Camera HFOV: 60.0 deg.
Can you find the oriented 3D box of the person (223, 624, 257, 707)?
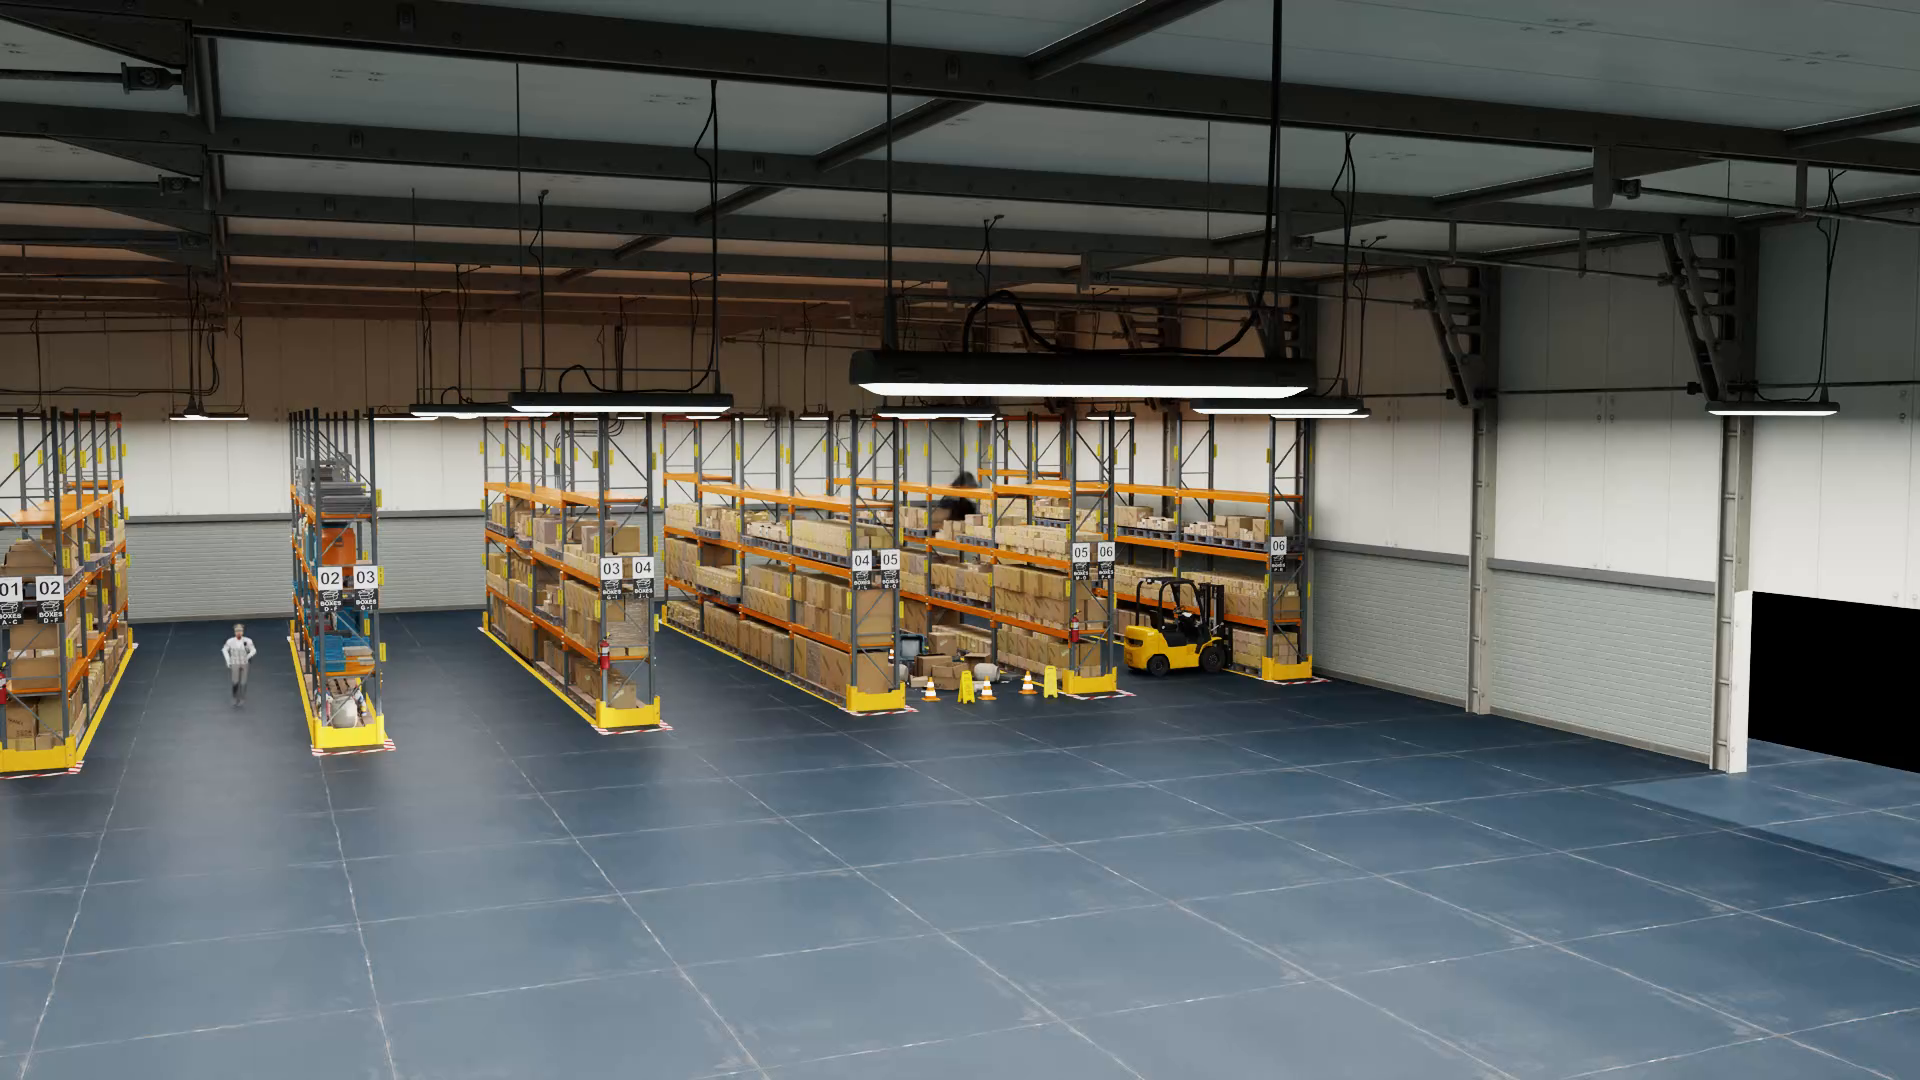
[{"bbox_3d":[-14.533,2.530,33.583,0.617,1.678,0.636,-2,4,-27],"label":"person"}]
